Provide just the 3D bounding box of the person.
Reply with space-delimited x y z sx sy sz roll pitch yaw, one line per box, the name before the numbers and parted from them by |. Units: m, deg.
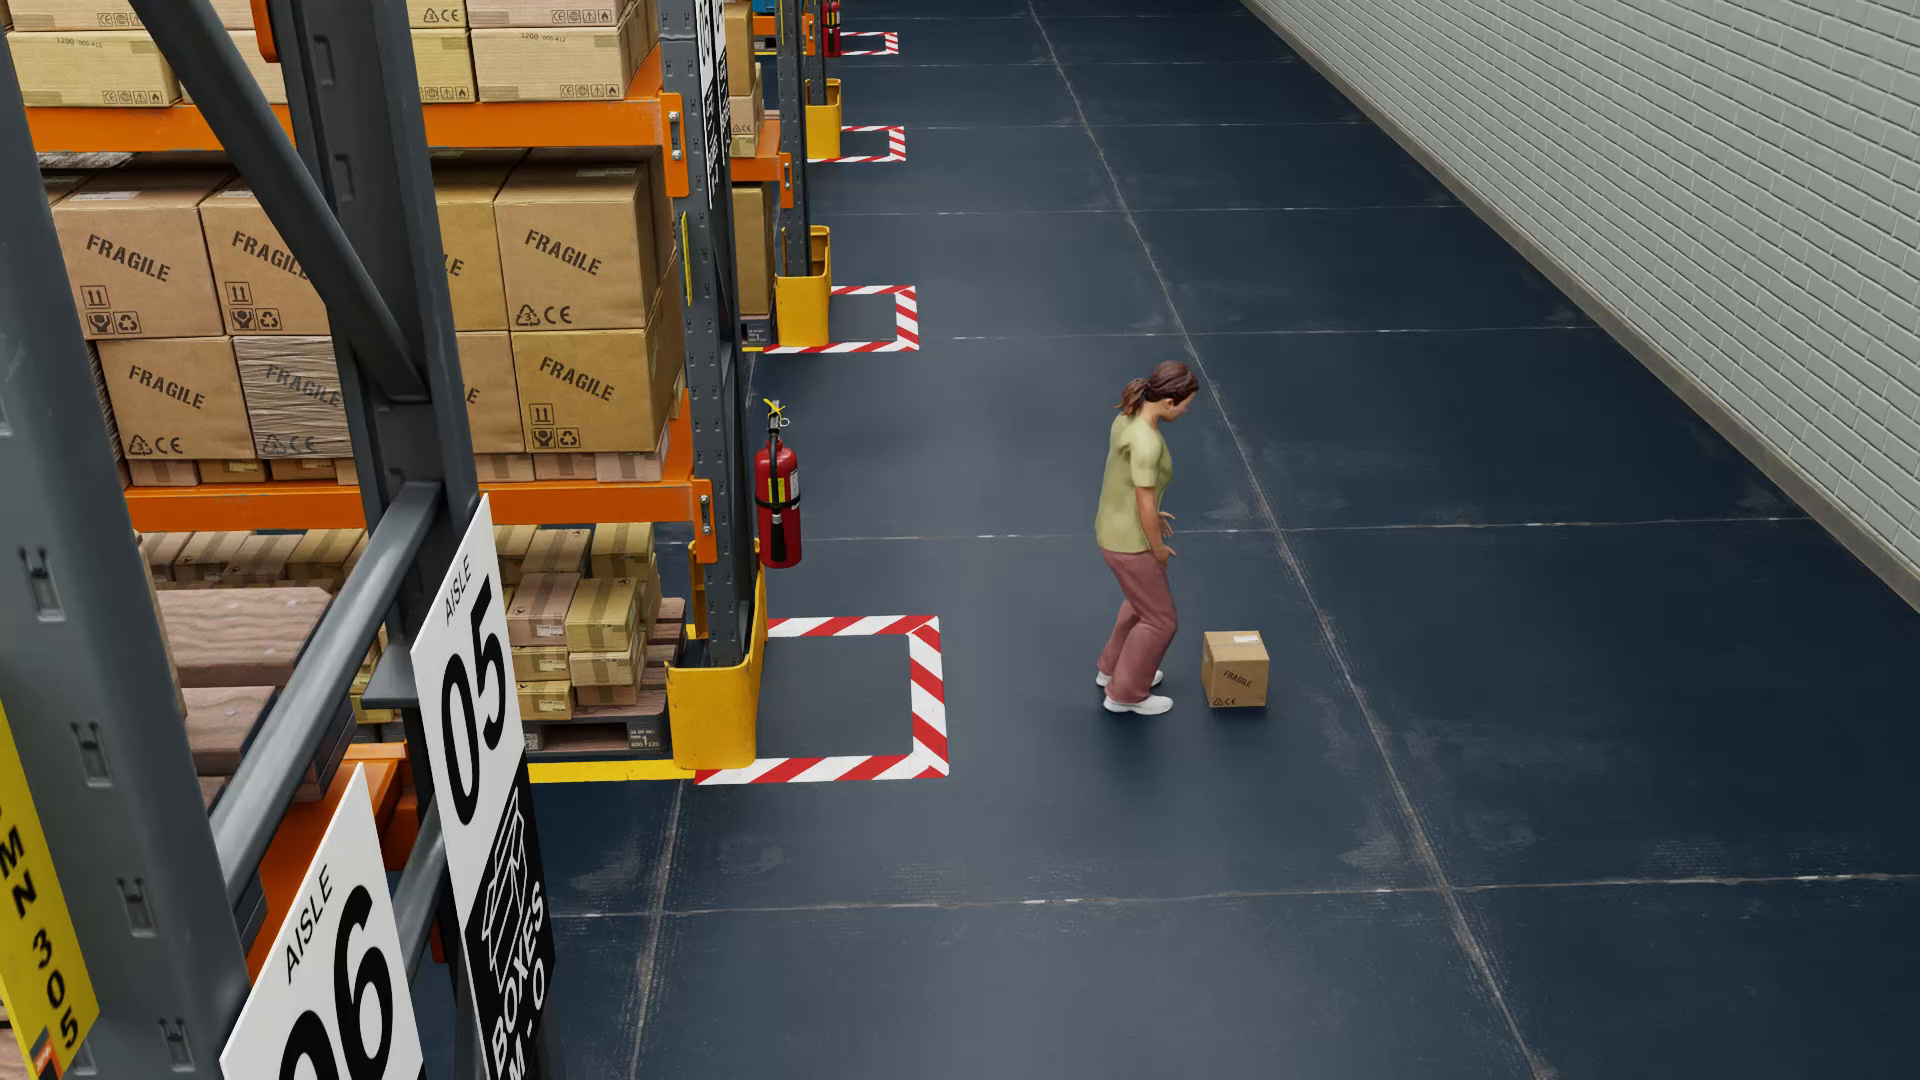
person | 0.789 0.079 7.282 0.406 1.399 0.474 -1 28 -1
